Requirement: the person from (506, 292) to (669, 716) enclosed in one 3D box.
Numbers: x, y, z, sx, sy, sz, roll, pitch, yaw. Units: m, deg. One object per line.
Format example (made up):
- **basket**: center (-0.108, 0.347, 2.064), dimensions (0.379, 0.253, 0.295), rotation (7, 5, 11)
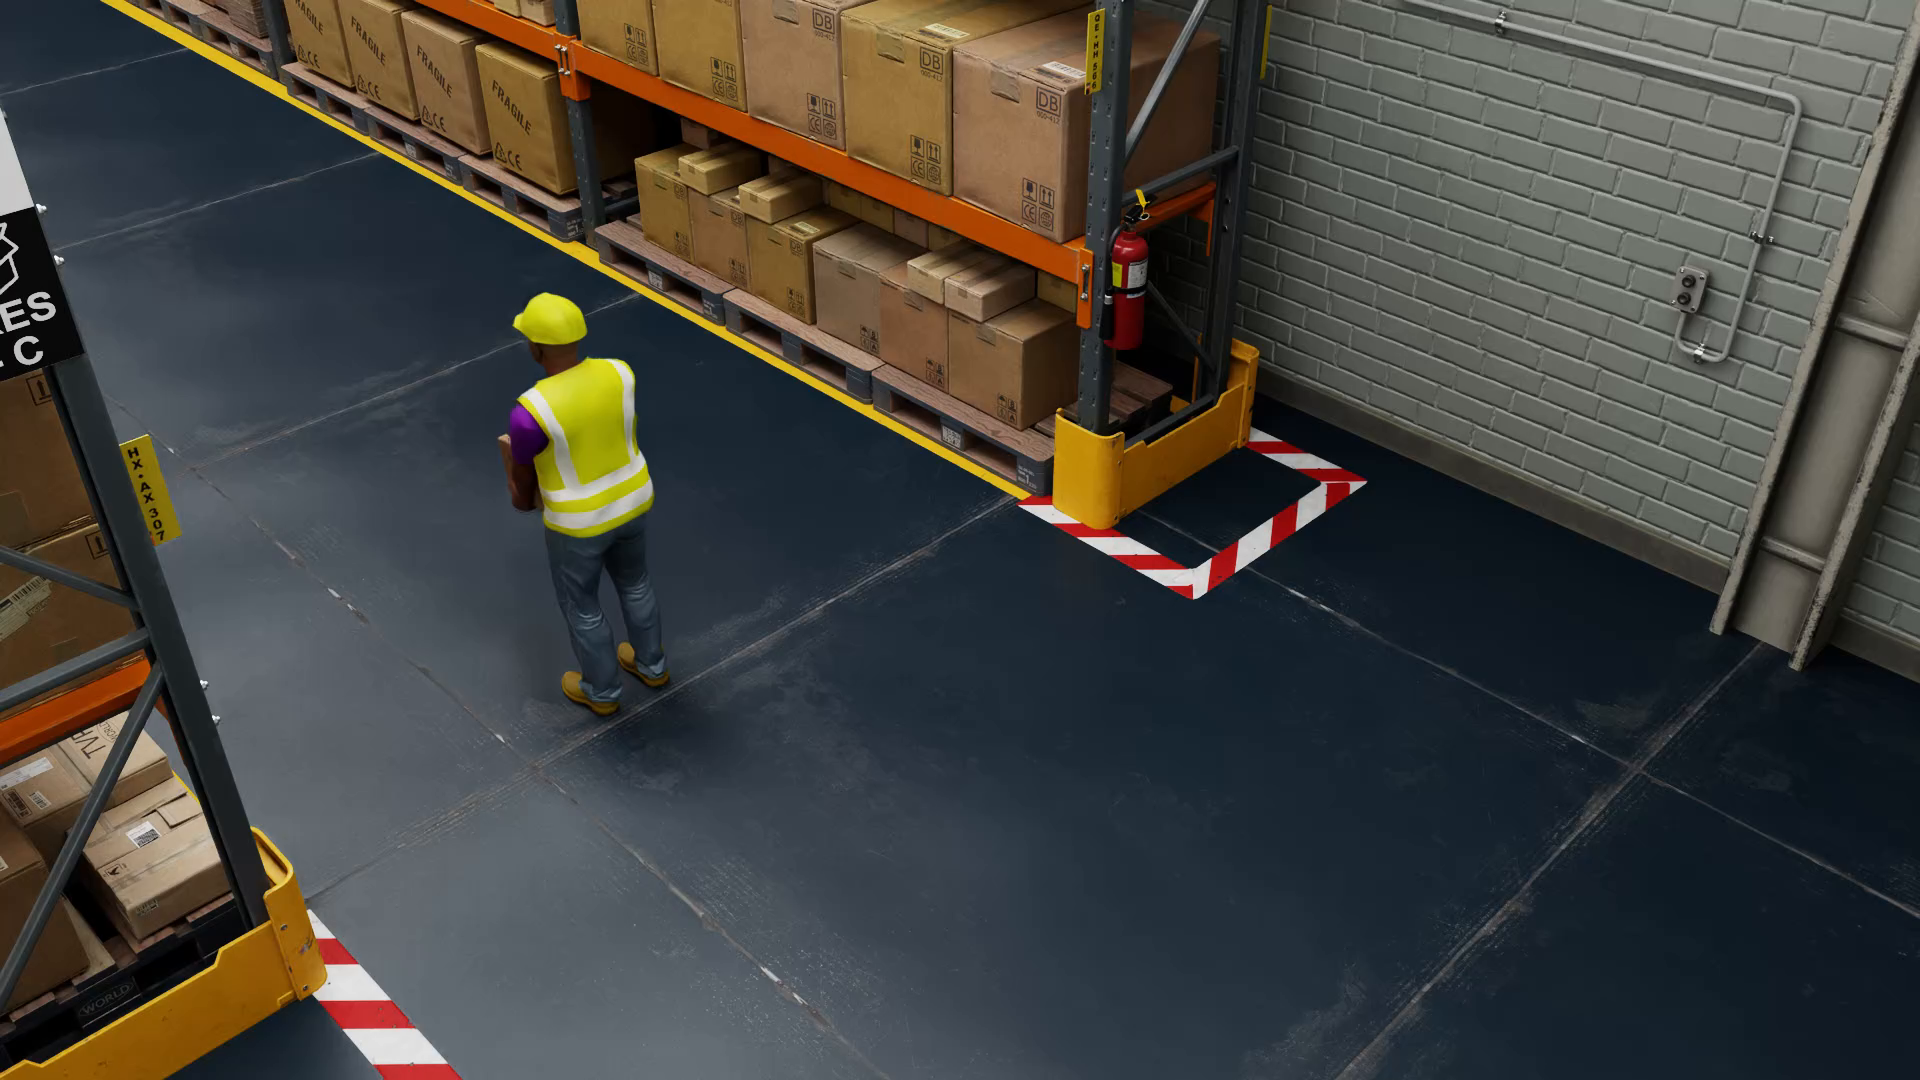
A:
- **person**: center (-1.462, -0.151, 6.345), dimensions (0.581, 1.758, 0.504), rotation (29, 44, 34)
